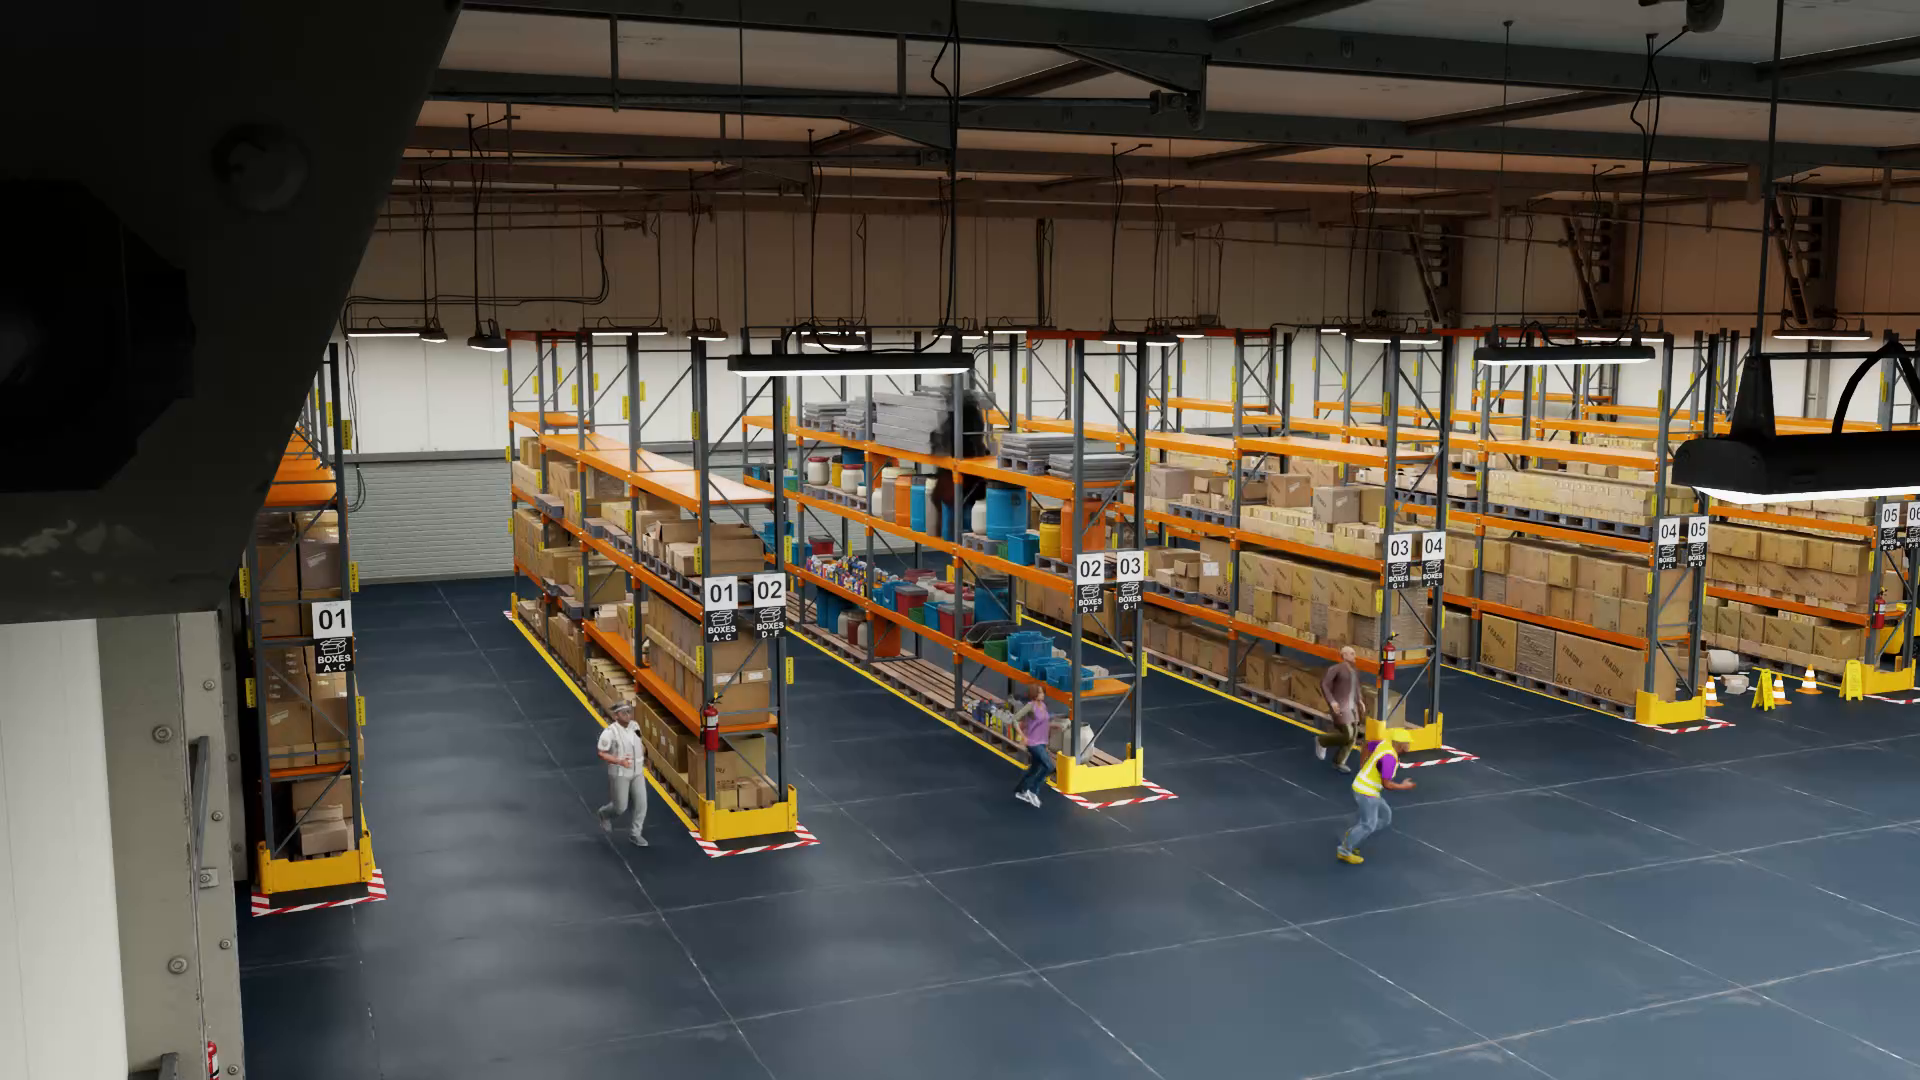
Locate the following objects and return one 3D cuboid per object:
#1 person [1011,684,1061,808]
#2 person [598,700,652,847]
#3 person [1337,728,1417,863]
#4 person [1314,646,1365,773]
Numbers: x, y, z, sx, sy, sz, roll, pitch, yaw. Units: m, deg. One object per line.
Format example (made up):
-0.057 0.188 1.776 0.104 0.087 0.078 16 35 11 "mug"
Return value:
0.989 2.639 21.386 0.663 1.593 0.508 4 9 26 "person"
-4.027 2.772 19.954 0.672 1.740 0.775 -8 11 -44 "person"
4.824 2.936 19.248 0.862 1.589 0.737 1 8 9 "person"
5.377 2.380 23.243 0.750 1.611 0.654 -6 10 -39 "person"
